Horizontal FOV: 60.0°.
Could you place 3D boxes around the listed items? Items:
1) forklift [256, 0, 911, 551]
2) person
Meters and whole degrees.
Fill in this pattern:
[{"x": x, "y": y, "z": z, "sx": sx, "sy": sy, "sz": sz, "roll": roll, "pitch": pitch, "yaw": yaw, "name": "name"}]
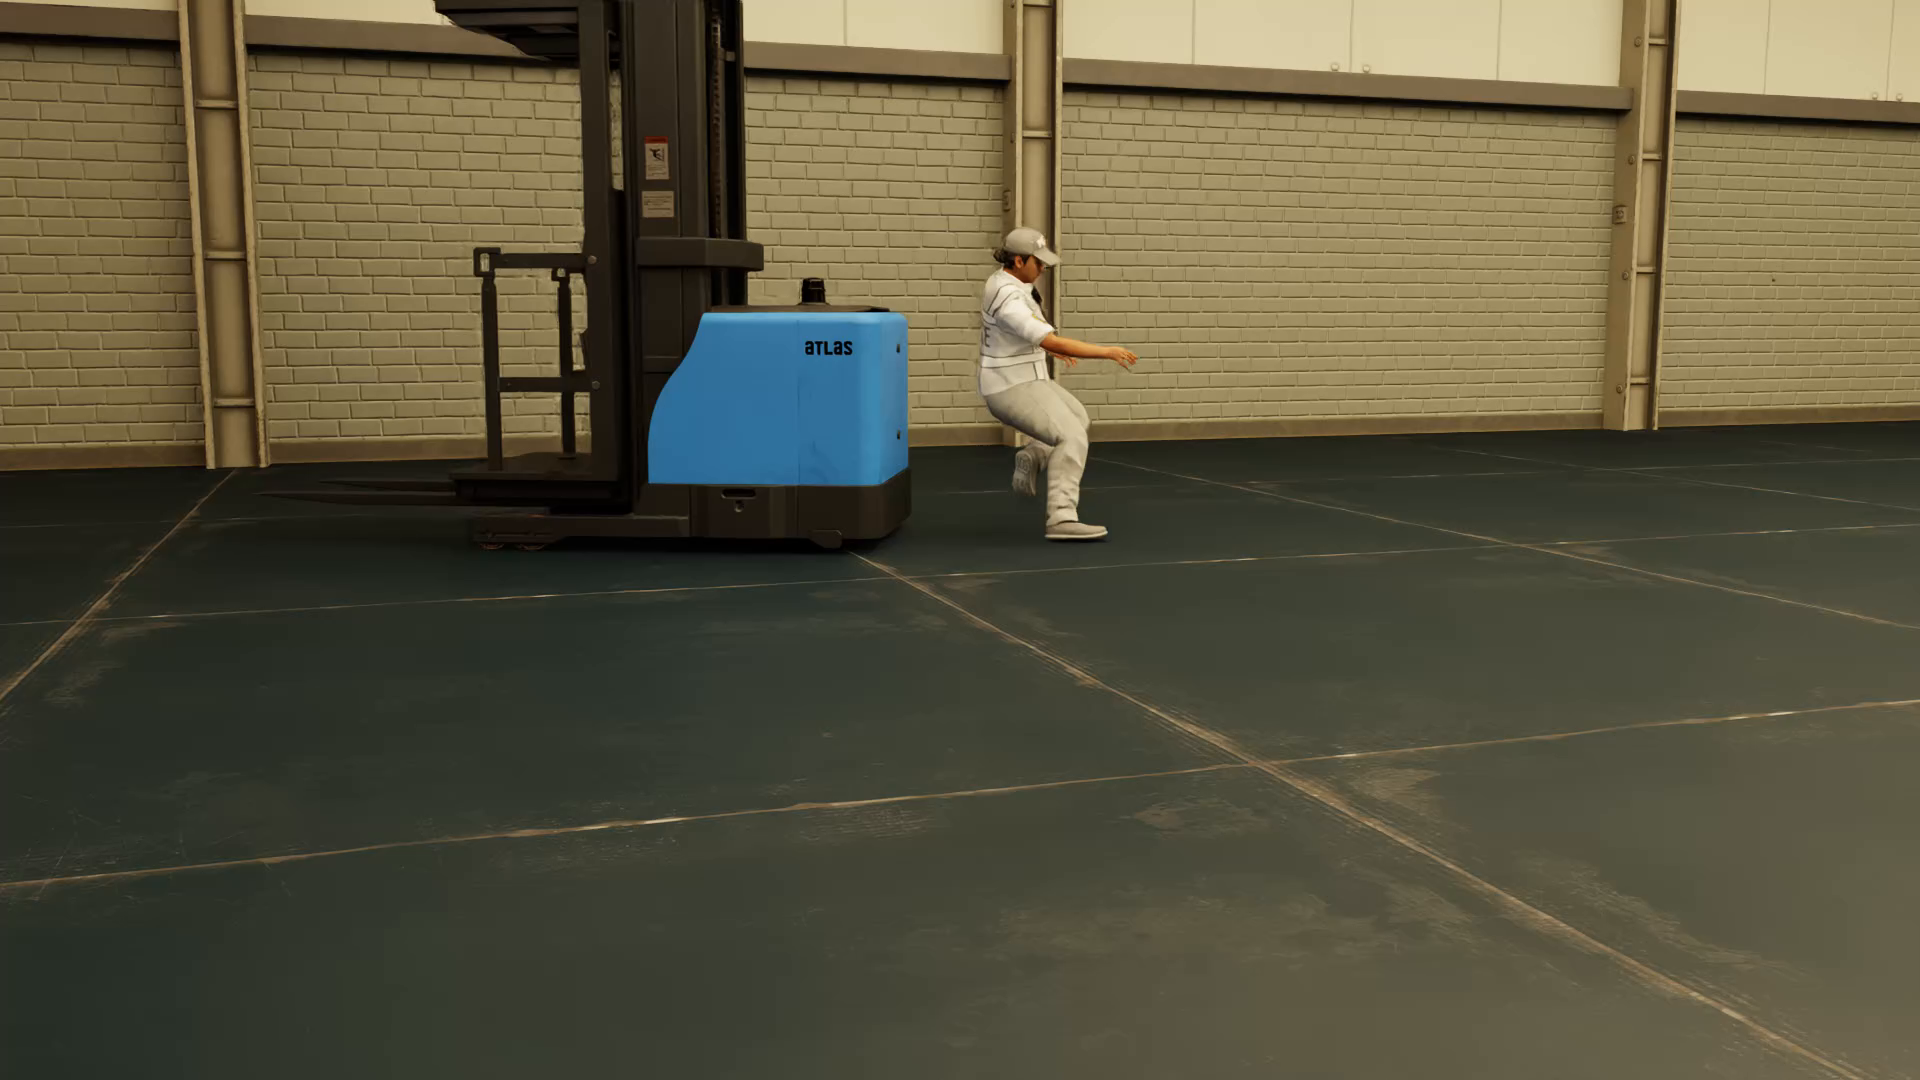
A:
[{"x": -1.797, "y": -1.473, "z": 7.881, "sx": 3.031, "sy": 2.935, "sz": 1.130, "roll": 1, "pitch": 8, "yaw": 6, "name": "forklift"}, {"x": 0.466, "y": -0.778, "z": 8.138, "sx": 0.751, "sy": 1.471, "sz": 0.799, "roll": 0, "pitch": 8, "yaw": -1, "name": "person"}]
